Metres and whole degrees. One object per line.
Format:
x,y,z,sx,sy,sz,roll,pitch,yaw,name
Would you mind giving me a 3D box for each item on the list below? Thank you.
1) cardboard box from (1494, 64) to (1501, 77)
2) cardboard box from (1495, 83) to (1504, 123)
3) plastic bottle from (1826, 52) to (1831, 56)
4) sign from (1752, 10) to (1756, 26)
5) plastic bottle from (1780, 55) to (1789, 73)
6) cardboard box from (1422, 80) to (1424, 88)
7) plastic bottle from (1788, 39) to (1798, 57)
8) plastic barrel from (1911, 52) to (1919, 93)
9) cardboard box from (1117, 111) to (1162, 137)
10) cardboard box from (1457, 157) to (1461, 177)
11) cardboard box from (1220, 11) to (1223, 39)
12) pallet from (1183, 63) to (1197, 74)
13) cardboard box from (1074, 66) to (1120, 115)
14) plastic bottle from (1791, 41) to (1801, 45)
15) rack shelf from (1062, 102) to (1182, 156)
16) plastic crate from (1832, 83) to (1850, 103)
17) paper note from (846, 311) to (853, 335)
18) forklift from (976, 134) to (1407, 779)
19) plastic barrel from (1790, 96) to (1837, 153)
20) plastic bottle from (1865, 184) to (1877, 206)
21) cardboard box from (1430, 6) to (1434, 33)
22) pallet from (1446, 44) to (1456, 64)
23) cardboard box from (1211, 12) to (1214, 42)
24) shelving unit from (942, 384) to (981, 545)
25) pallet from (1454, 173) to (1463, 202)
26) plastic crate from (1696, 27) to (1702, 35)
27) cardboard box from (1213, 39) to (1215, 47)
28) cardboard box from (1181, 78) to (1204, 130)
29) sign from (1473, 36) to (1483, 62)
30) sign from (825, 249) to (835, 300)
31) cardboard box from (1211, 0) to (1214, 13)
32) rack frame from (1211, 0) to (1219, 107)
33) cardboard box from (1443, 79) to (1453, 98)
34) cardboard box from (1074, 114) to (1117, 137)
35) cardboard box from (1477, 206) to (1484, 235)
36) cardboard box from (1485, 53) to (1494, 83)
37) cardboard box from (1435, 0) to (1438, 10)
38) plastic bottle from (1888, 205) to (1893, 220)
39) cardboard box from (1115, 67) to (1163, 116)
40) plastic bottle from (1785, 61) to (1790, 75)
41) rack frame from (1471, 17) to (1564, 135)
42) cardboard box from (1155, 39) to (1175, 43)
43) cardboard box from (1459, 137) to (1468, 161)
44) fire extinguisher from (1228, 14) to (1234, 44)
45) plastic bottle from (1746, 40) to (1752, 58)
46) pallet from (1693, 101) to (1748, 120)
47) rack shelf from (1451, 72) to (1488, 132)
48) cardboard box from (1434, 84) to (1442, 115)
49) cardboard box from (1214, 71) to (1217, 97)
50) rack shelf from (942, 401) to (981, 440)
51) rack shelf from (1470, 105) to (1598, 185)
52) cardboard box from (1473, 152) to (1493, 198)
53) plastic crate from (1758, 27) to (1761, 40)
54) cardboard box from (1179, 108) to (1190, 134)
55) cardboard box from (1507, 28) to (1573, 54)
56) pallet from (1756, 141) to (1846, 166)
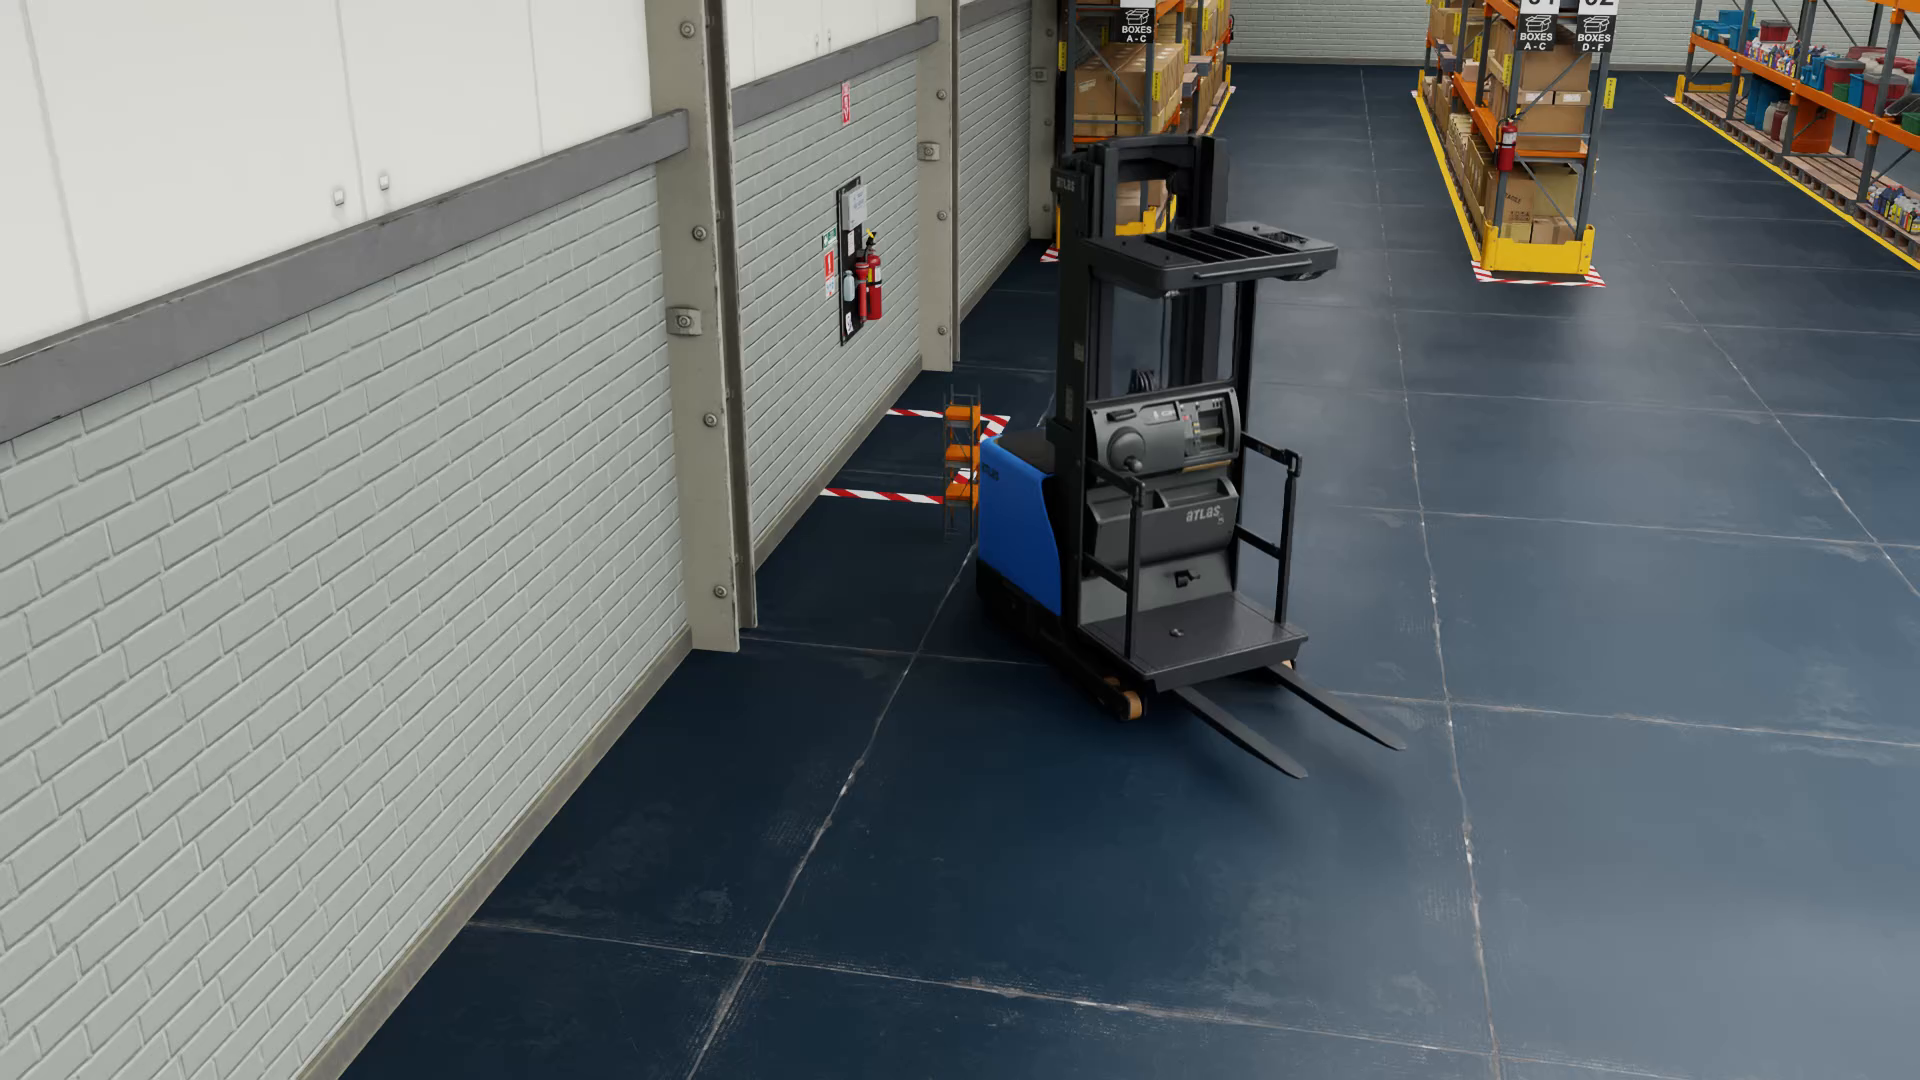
7.004,-5.953,21.118,0.380,0.149,0.250,4,22,10,cardboard box
7.111,-5.479,20.808,0.700,0.500,0.500,5,22,12,cardboard box
13.758,-7.592,26.362,0.097,0.271,0.097,0,22,0,plastic bottle
15.241,-10.021,32.002,0.100,0.325,0.005,4,22,11,sign
12.900,-7.444,25.994,0.097,0.271,0.097,0,22,0,plastic bottle
9.378,-9.032,32.968,0.380,0.166,0.250,4,22,11,cardboard box
13.875,-8.145,27.629,0.144,0.351,0.185,4,22,11,plastic bottle
12.626,-5.943,21.425,0.600,0.901,0.708,4,22,11,plastic barrel
2.147,-4.979,19.875,0.500,0.250,0.500,4,22,9,cardboard box
7.308,-5.250,23.492,0.500,0.250,0.500,4,22,10,cardboard box
4.466,-9.877,31.460,0.980,0.700,0.700,4,22,10,cardboard box
3.005,-6.995,24.963,1.003,0.211,1.213,4,22,11,pallet
1.624,-5.361,19.820,0.500,0.500,0.500,4,22,10,cardboard box
14.119,-8.292,28.094,0.152,0.276,0.135,4,22,11,plastic bottle
2.144,-5.283,21.418,1.077,0.370,4.000,4,22,11,rack shelf
12.330,-6.153,22.899,0.450,0.188,0.662,4,22,11,plastic crate
-0.837,-1.644,12.599,0.016,0.148,0.142,4,22,11,paper note
1.222,-0.574,8.856,1.130,2.935,3.031,-11,24,-25,forklift
13.150,-6.424,25.632,0.600,0.830,0.708,4,22,11,plastic barrel
11.757,-4.448,21.446,0.097,0.271,0.097,0,22,0,plastic bottle
9.403,-10.075,32.222,0.500,0.500,0.500,4,22,10,cardboard box
8.611,-8.057,27.601,1.003,0.211,1.213,4,22,11,pallet
4.132,-8.909,28.900,0.500,0.500,0.500,4,22,11,cardboard box
0.011,-0.507,11.206,0.215,1.050,0.252,4,22,11,shelving unit
7.515,-4.951,23.363,1.003,0.211,1.213,4,22,11,pallet
14.180,-9.711,31.722,0.250,0.136,0.298,4,22,11,plastic crate
4.365,-8.927,29.814,0.380,0.149,0.250,5,22,12,cardboard box
3.647,-7.267,27.699,0.750,0.750,0.750,4,22,10,cardboard box
6.869,-6.510,22.058,0.100,0.325,0.005,4,22,11,sign
-0.947,-1.934,12.093,0.001,0.329,0.234,4,22,11,sign
4.122,-9.252,28.748,0.500,0.250,0.500,5,22,12,cardboard box
4.185,-9.274,30.365,1.000,3.000,0.127,4,22,11,rack frame
8.392,-7.582,27.918,0.500,0.250,0.500,4,22,10,cardboard box
1.642,-5.010,19.953,0.500,0.250,0.500,5,22,12,cardboard box
6.497,-3.831,19.968,0.500,0.250,0.500,4,22,11,cardboard box
7.785,-6.674,23.775,0.500,0.500,0.500,4,22,11,cardboard box
9.194,-10.168,31.113,0.500,0.500,0.500,4,22,10,cardboard box
11.561,-4.064,20.587,0.097,0.201,0.097,0,22,0,plastic bottle
2.128,-5.324,19.729,0.500,0.500,0.500,4,22,11,cardboard box
12.841,-7.305,25.742,0.097,0.201,0.097,0,22,0,plastic bottle
7.403,-5.972,22.166,1.000,3.000,0.127,4,22,11,rack frame
2.690,-6.782,23.455,0.700,0.500,0.500,5,22,11,cardboard box
7.305,-5.512,23.392,0.500,0.311,0.500,5,22,12,cardboard box
5.484,-10.548,34.131,0.296,0.674,0.183,4,22,11,fire extinguisher
13.364,-8.314,28.138,0.061,0.283,0.133,4,22,11,plastic bottle
14.242,-7.944,30.797,1.003,0.211,1.213,4,22,11,pallet
7.811,-6.369,24.116,1.077,0.370,4.000,4,22,11,rack shelf
8.698,-7.784,29.422,0.500,0.500,0.500,3,22,8,cardboard box
4.544,-8.758,31.869,0.700,0.500,0.500,4,22,10,cardboard box
0.011,-0.760,11.104,0.215,0.259,0.240,4,22,11,rack shelf
6.995,-4.907,20.484,1.077,0.370,4.000,4,22,11,rack shelf
6.698,-4.544,20.737,0.500,0.500,0.500,4,22,11,cardboard box
14.375,-9.036,29.852,0.437,0.282,0.530,4,22,11,plastic crate
3.273,-6.588,26.454,0.700,0.500,0.500,5,22,12,cardboard box
7.011,-5.906,20.134,0.700,0.500,0.500,4,22,11,cardboard box
13.187,-6.054,26.102,1.003,0.211,1.213,4,22,11,pallet
